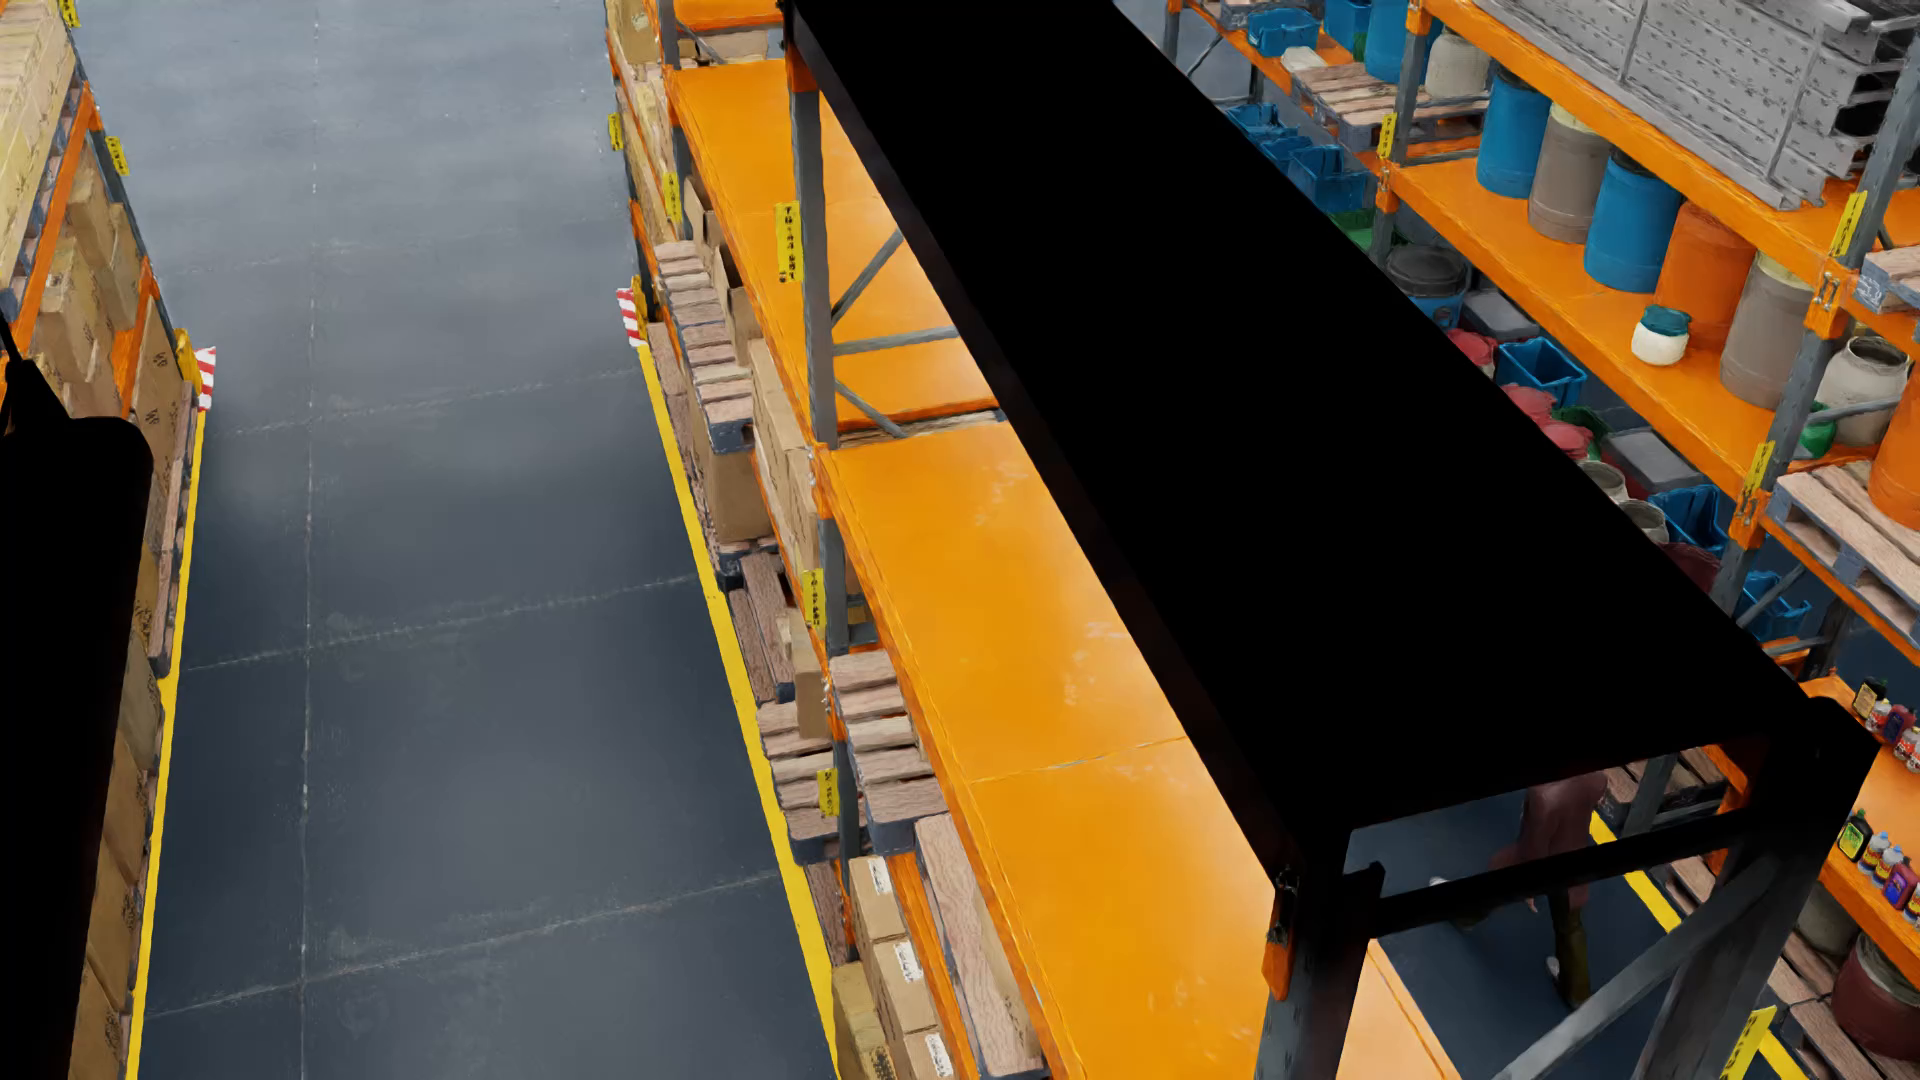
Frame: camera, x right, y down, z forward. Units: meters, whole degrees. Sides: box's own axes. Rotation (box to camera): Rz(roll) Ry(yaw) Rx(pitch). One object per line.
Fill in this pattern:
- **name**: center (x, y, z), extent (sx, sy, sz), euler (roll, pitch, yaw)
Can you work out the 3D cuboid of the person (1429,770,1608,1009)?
- **person**: center (3.244, 1.717, 9.251), extent (0.580, 1.715, 1.102), euler (-16, 41, -19)
